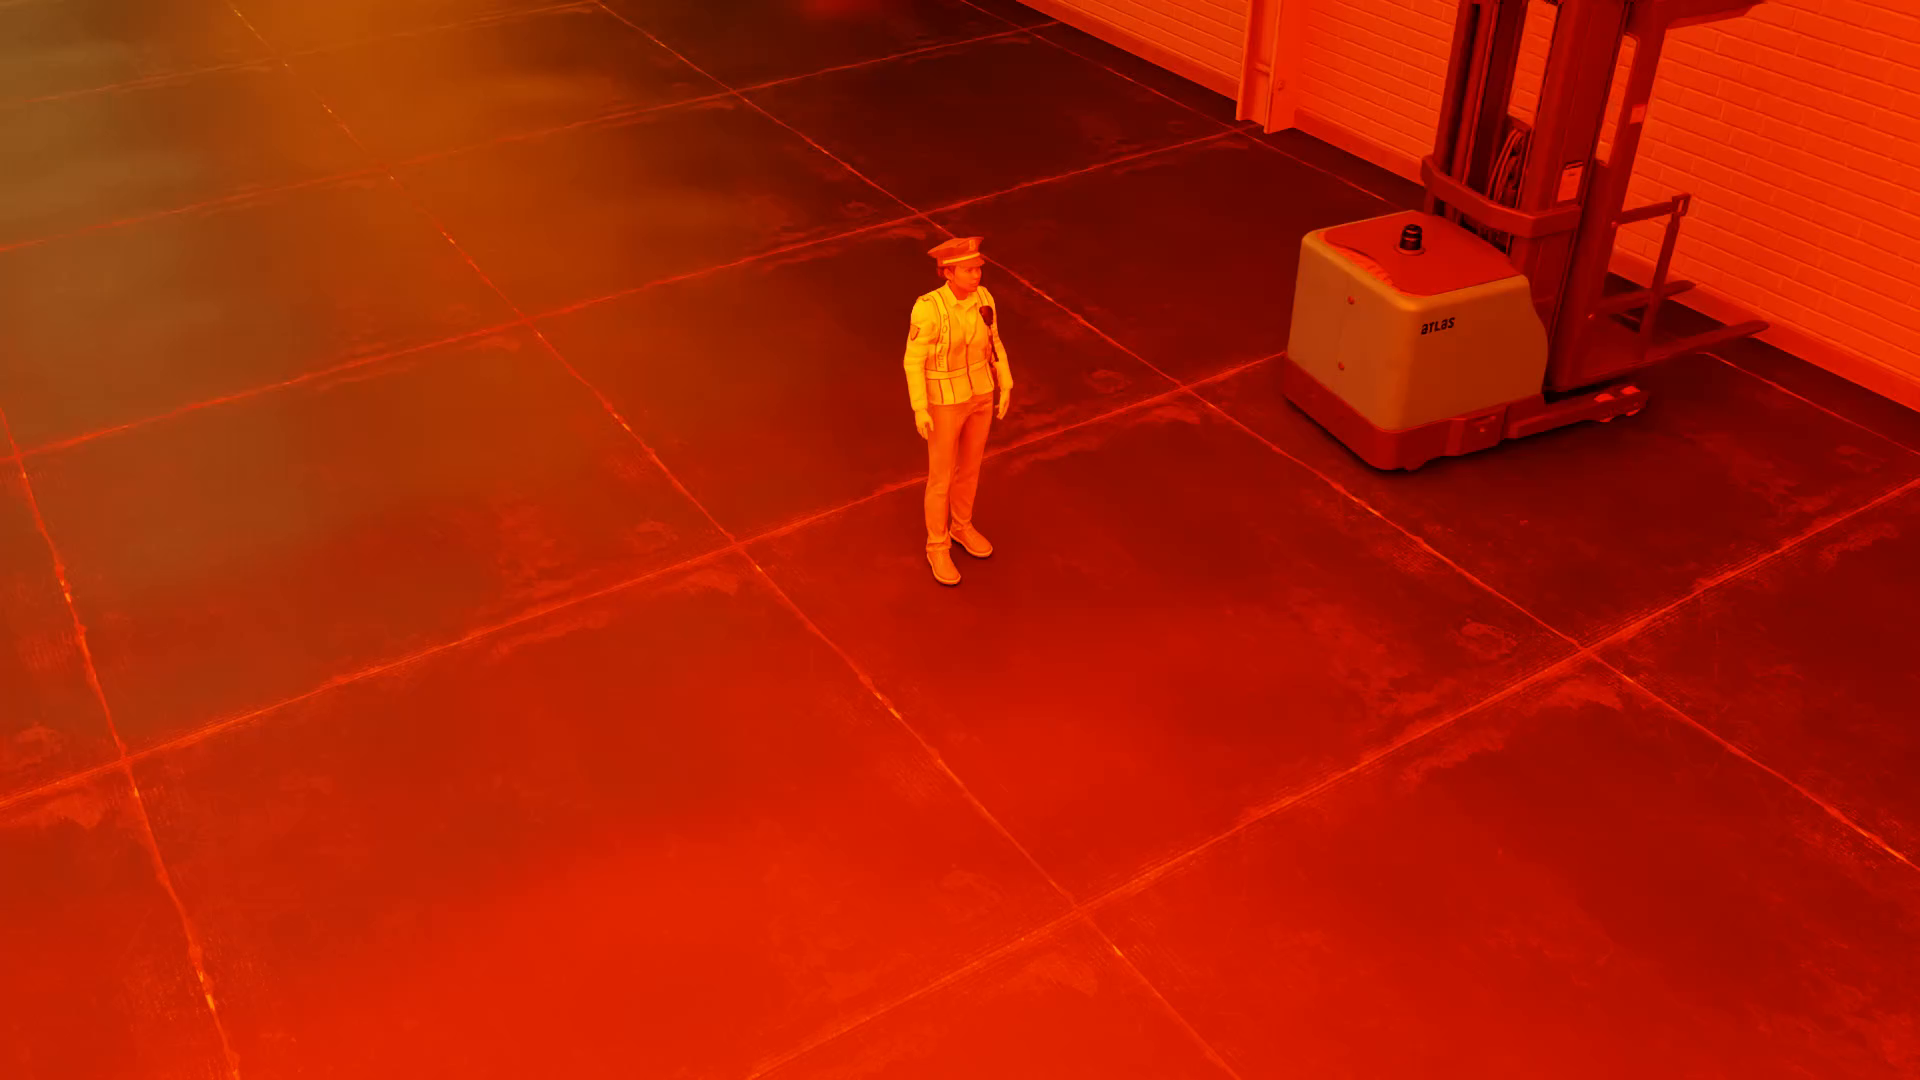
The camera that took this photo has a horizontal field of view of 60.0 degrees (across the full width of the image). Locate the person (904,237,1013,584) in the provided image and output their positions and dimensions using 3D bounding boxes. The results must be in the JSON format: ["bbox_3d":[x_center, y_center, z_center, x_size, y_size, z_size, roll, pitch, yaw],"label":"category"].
[{"bbox_3d":[0.031,-0.665,8.157,0.588,1.696,0.533,-21,40,-27],"label":"person"}]

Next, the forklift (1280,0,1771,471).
[{"bbox_3d":[3.452,-2.143,9.197,3.031,2.935,1.130,-15,38,-20],"label":"forklift"}]
